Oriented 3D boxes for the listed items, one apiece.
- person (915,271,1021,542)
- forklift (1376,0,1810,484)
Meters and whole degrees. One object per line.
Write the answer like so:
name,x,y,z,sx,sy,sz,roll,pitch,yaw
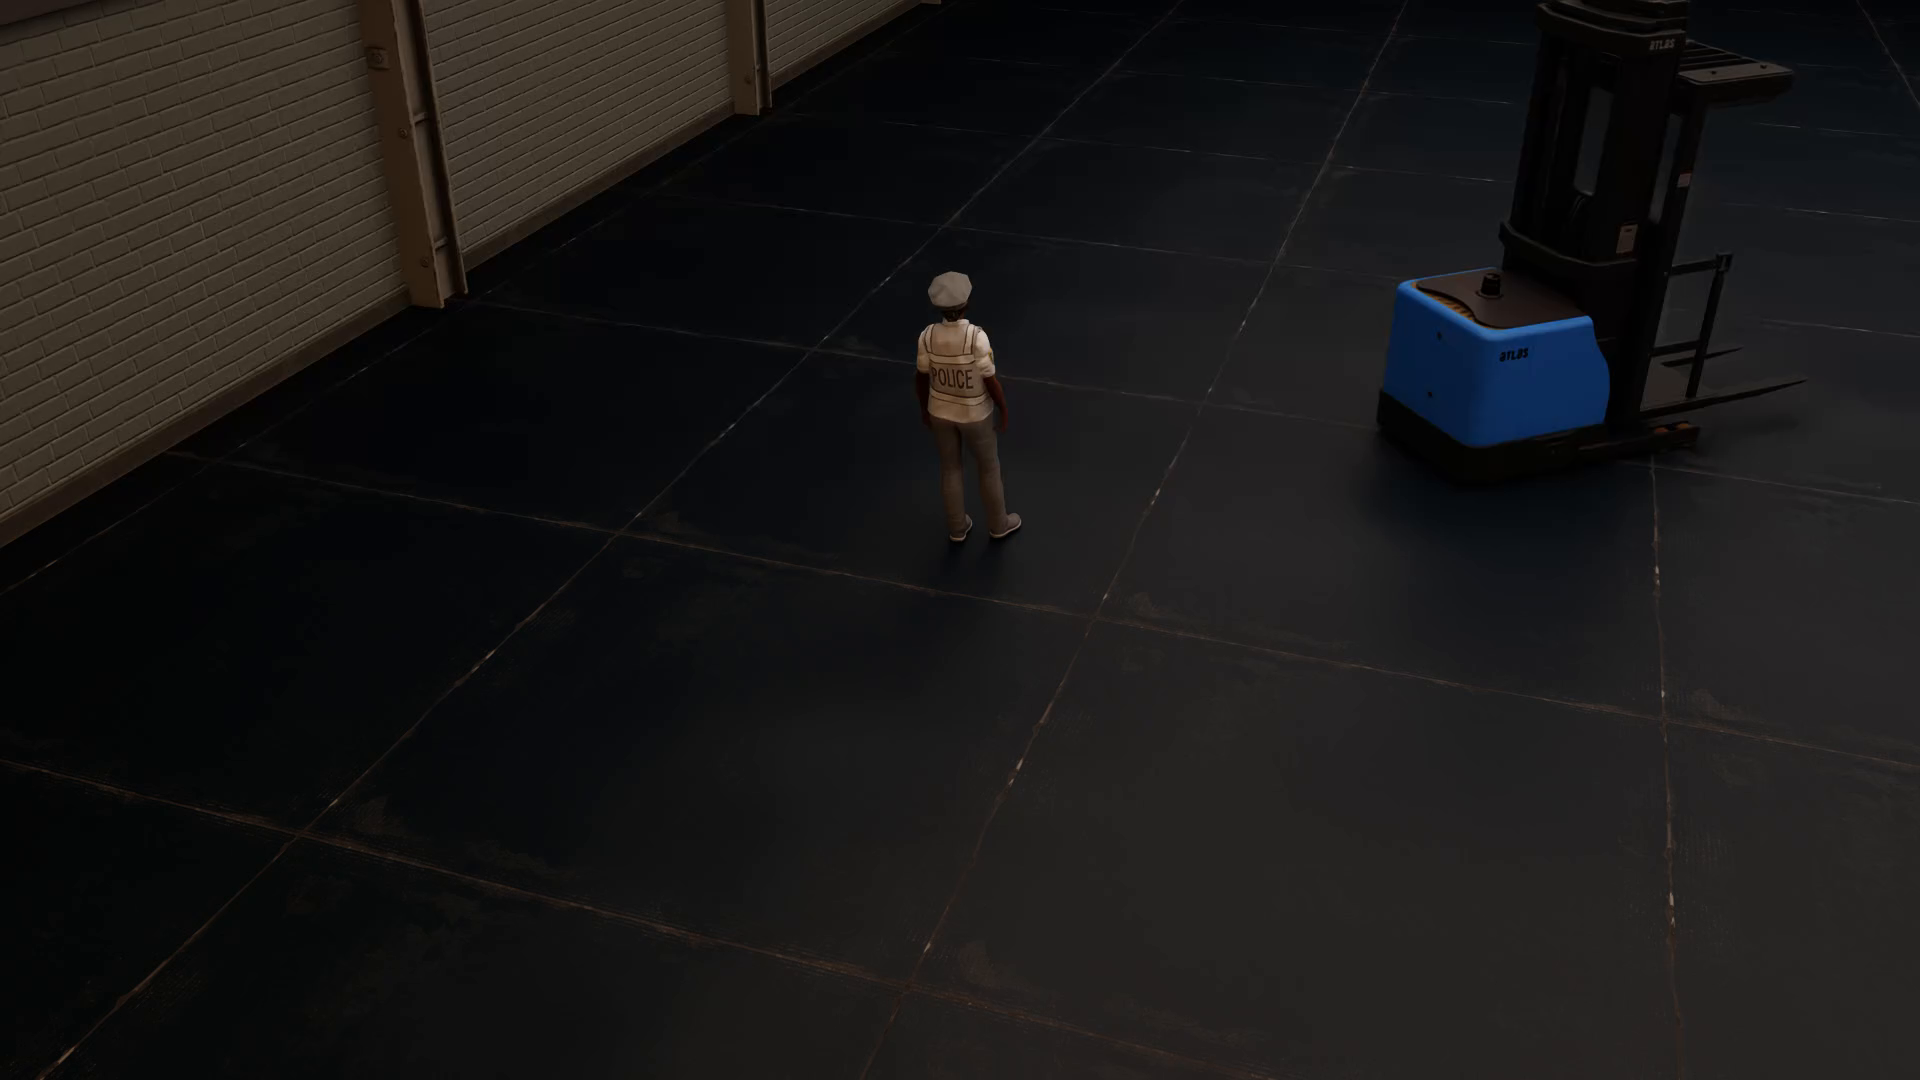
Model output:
person,0.043,-0.774,9.730,0.569,1.693,0.528,10,31,16
forklift,4.417,-2.087,10.797,3.031,2.935,1.130,-11,32,-19
